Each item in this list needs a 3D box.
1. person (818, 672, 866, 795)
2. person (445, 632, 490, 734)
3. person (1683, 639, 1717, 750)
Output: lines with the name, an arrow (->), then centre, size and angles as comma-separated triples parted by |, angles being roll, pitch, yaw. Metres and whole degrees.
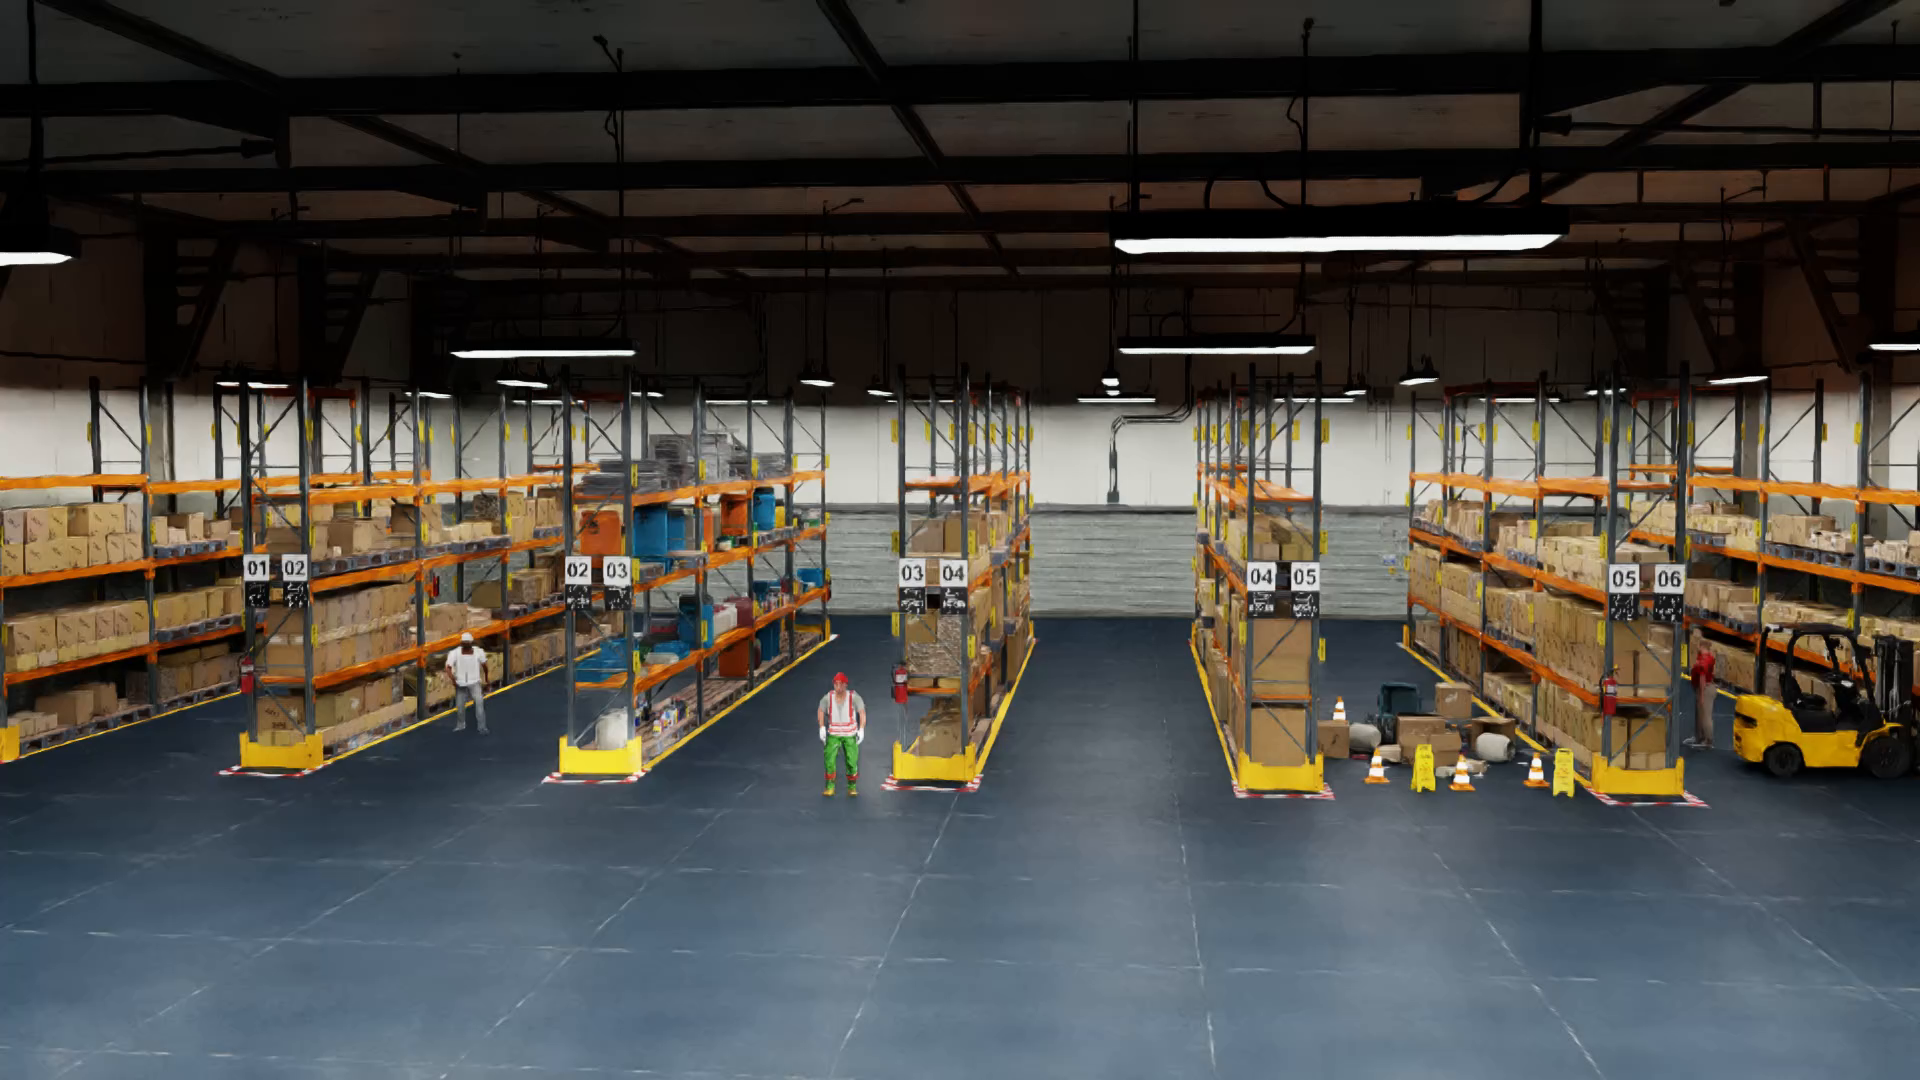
person -> -1.630, 2.672, 22.886 | 0.677, 1.741, 0.551 | 0, 4, 5
person -> -8.197, 2.364, 27.699 | 0.704, 1.696, 0.814 | -1, 4, -14
person -> 11.756, 2.434, 26.412 | 0.491, 1.731, 0.588 | 3, 4, 35
